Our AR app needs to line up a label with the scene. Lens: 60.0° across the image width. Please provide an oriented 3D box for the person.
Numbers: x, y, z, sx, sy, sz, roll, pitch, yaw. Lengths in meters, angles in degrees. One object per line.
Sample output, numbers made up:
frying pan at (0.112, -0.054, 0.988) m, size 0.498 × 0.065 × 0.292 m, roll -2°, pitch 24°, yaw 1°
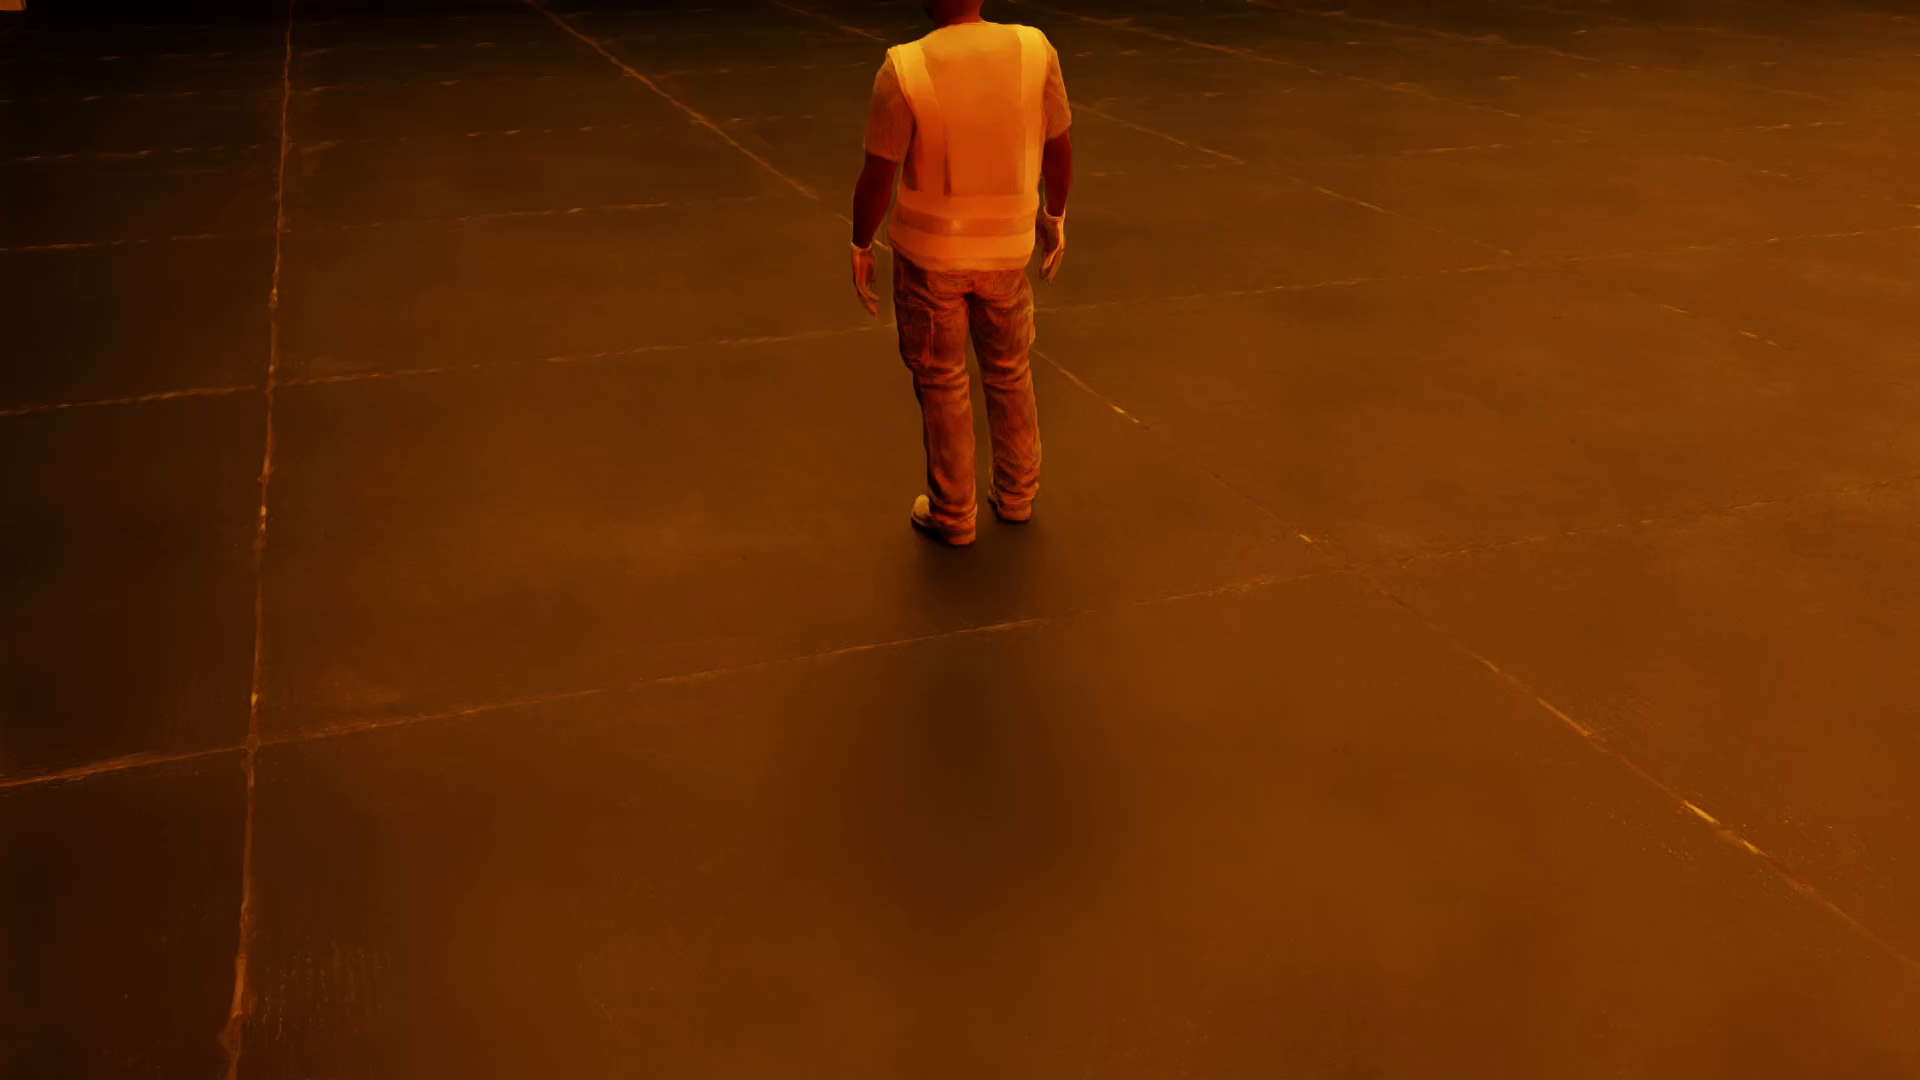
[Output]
person at (-0.017, -0.856, 4.796) m, size 0.655 × 1.782 × 0.576 m, roll -8°, pitch 24°, yaw -18°
